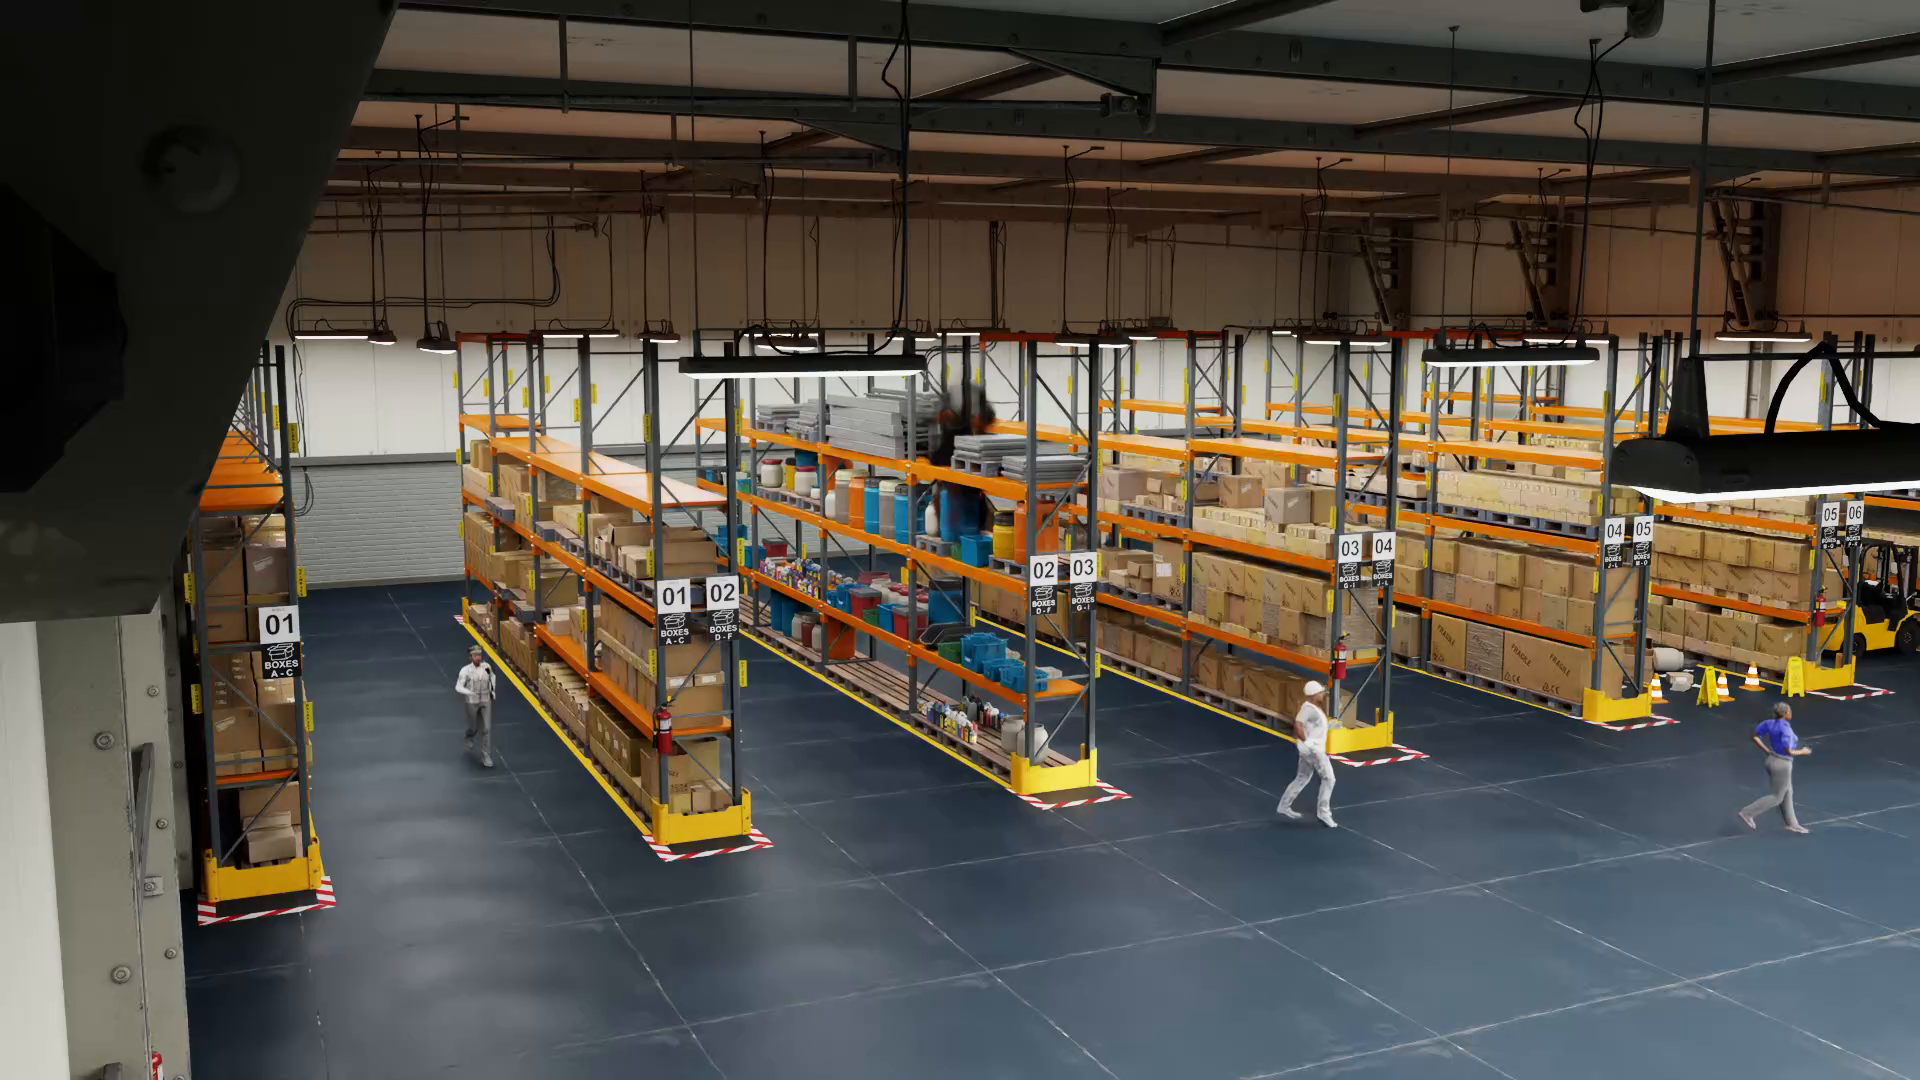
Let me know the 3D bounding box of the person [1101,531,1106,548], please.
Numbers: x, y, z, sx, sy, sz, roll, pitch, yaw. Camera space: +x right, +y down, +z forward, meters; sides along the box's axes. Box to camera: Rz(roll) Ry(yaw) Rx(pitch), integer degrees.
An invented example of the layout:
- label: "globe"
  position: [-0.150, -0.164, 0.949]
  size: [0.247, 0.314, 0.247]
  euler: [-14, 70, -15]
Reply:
- label: "person"
  position: [3.551, -0.158, 41.941]
  size: [0.914, 1.740, 0.747]
  euler: [-1, 8, -6]

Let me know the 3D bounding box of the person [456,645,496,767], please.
- label: "person"
  position: [-6.846, 2.314, 23.635]
  size: [0.616, 1.692, 0.901]
  euler: [-5, 9, -32]

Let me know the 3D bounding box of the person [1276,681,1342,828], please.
- label: "person"
  position: [4.373, 2.667, 20.736]
  size: [0.803, 1.848, 0.659]
  euler: [0, 8, 1]

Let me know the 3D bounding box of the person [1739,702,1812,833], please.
- label: "person"
  position: [9.951, 2.784, 20.250]
  size: [0.920, 1.658, 0.581]
  euler: [0, 8, -1]
